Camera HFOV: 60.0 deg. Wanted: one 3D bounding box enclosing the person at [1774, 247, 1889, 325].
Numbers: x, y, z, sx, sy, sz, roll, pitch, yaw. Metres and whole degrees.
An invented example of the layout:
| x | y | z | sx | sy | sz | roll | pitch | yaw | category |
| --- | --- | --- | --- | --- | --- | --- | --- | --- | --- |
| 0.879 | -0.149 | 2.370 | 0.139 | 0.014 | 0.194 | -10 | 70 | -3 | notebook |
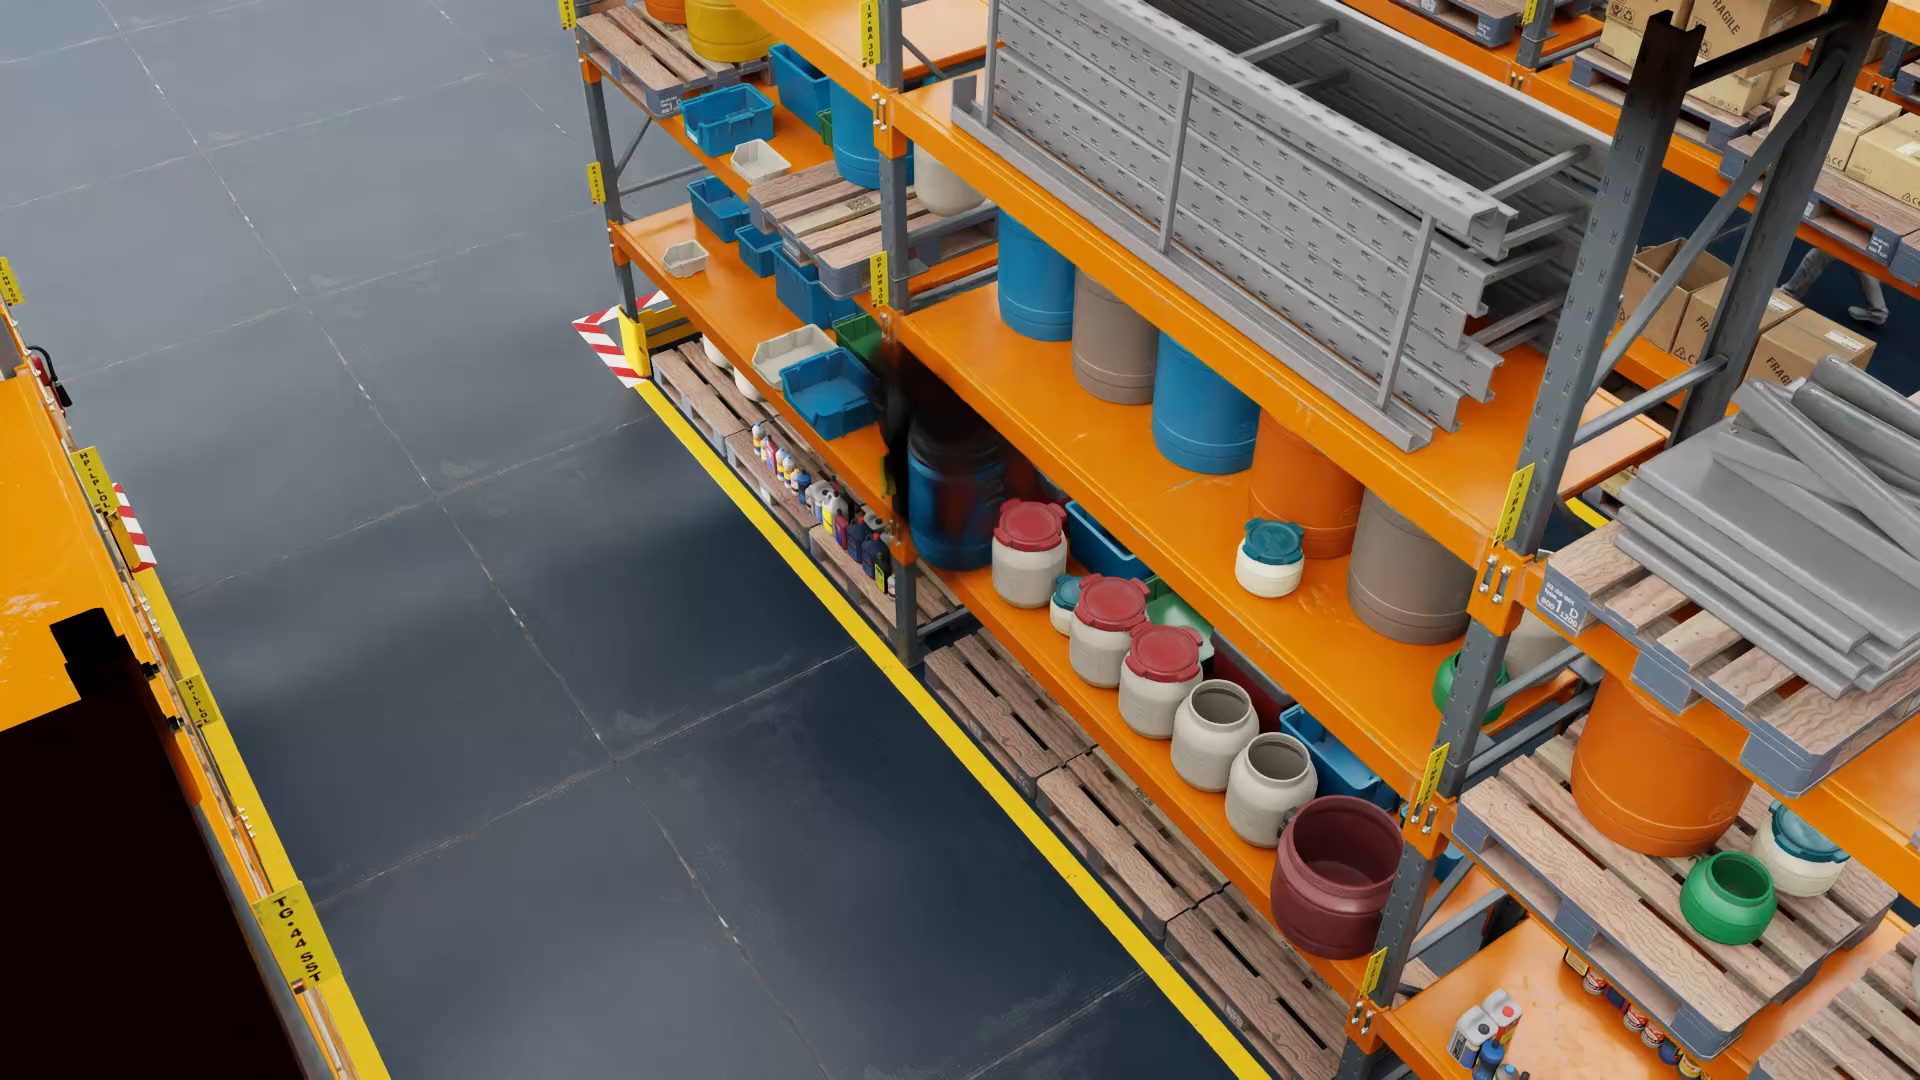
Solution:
| x | y | z | sx | sy | sz | roll | pitch | yaw | category |
| --- | --- | --- | --- | --- | --- | --- | --- | --- | --- |
| 7.141 | -2.538 | 13.241 | 0.987 | 1.739 | 0.475 | 33 | 52 | 30 | person |
